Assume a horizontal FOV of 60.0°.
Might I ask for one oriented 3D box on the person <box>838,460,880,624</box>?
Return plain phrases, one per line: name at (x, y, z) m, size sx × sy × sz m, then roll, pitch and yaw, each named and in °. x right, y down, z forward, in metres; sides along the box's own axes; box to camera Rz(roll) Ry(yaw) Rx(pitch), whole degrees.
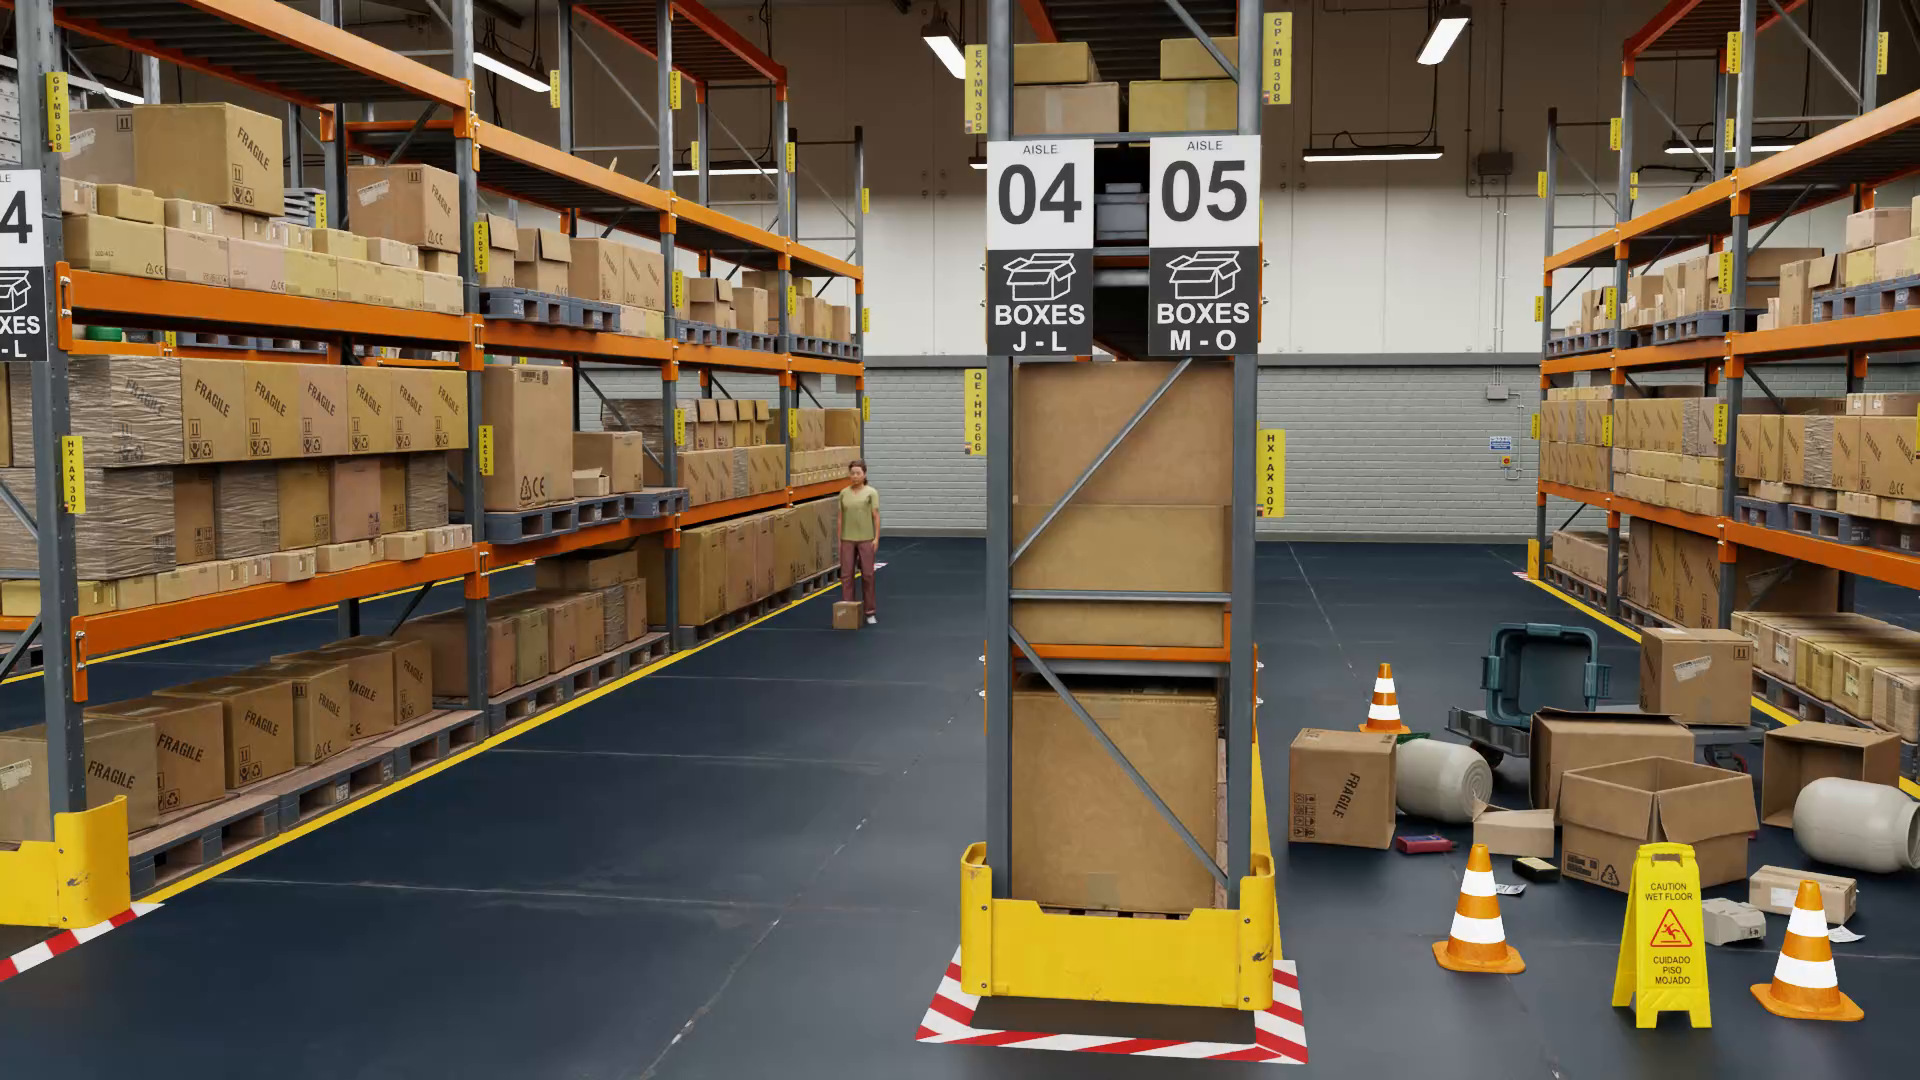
person at (-1.055, 0.034, 17.193) m, size 0.451 × 1.712 × 0.386 m, roll 1°, pitch 5°, yaw 10°
